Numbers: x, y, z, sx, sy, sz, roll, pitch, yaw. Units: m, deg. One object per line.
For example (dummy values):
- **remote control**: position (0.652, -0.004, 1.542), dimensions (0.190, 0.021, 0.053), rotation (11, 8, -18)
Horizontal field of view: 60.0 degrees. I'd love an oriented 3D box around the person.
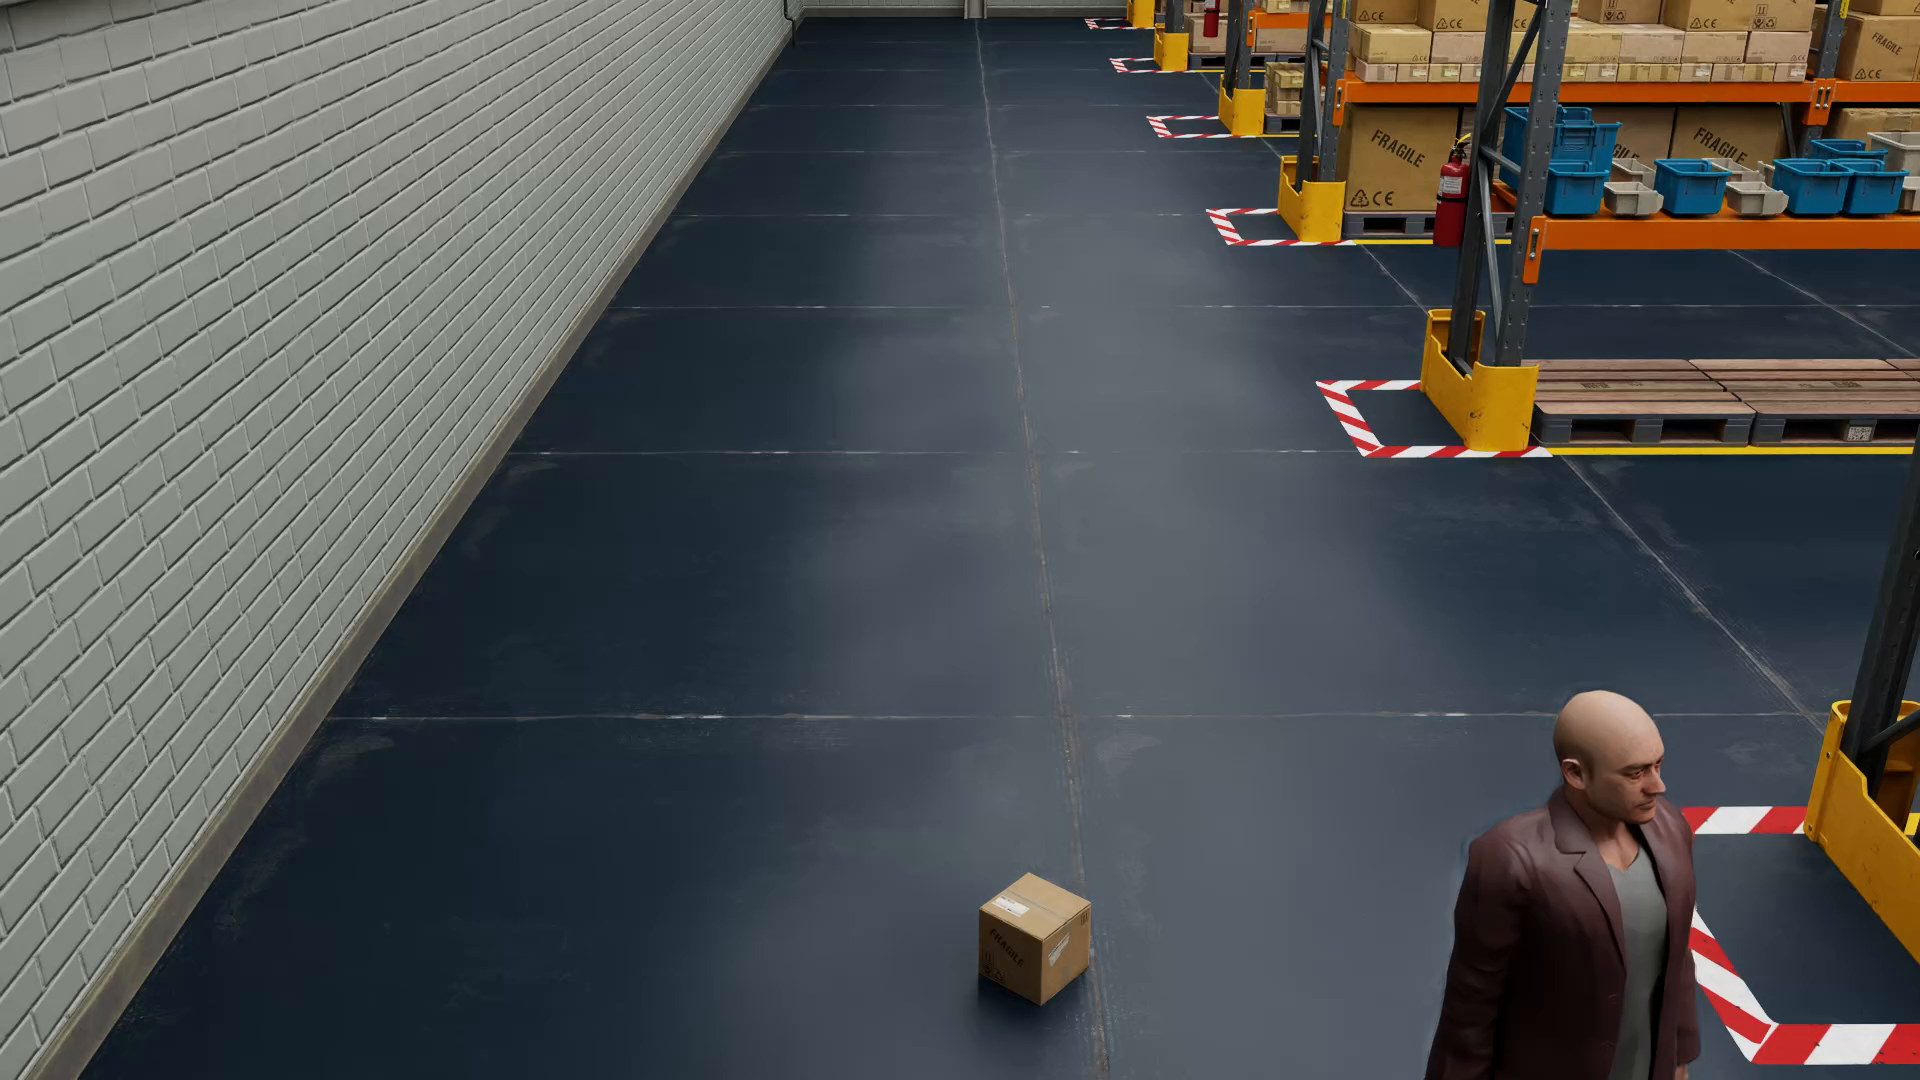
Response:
- **person**: position (1.297, 1.155, 3.455), dimensions (0.608, 1.786, 0.497), rotation (-10, 26, -22)
